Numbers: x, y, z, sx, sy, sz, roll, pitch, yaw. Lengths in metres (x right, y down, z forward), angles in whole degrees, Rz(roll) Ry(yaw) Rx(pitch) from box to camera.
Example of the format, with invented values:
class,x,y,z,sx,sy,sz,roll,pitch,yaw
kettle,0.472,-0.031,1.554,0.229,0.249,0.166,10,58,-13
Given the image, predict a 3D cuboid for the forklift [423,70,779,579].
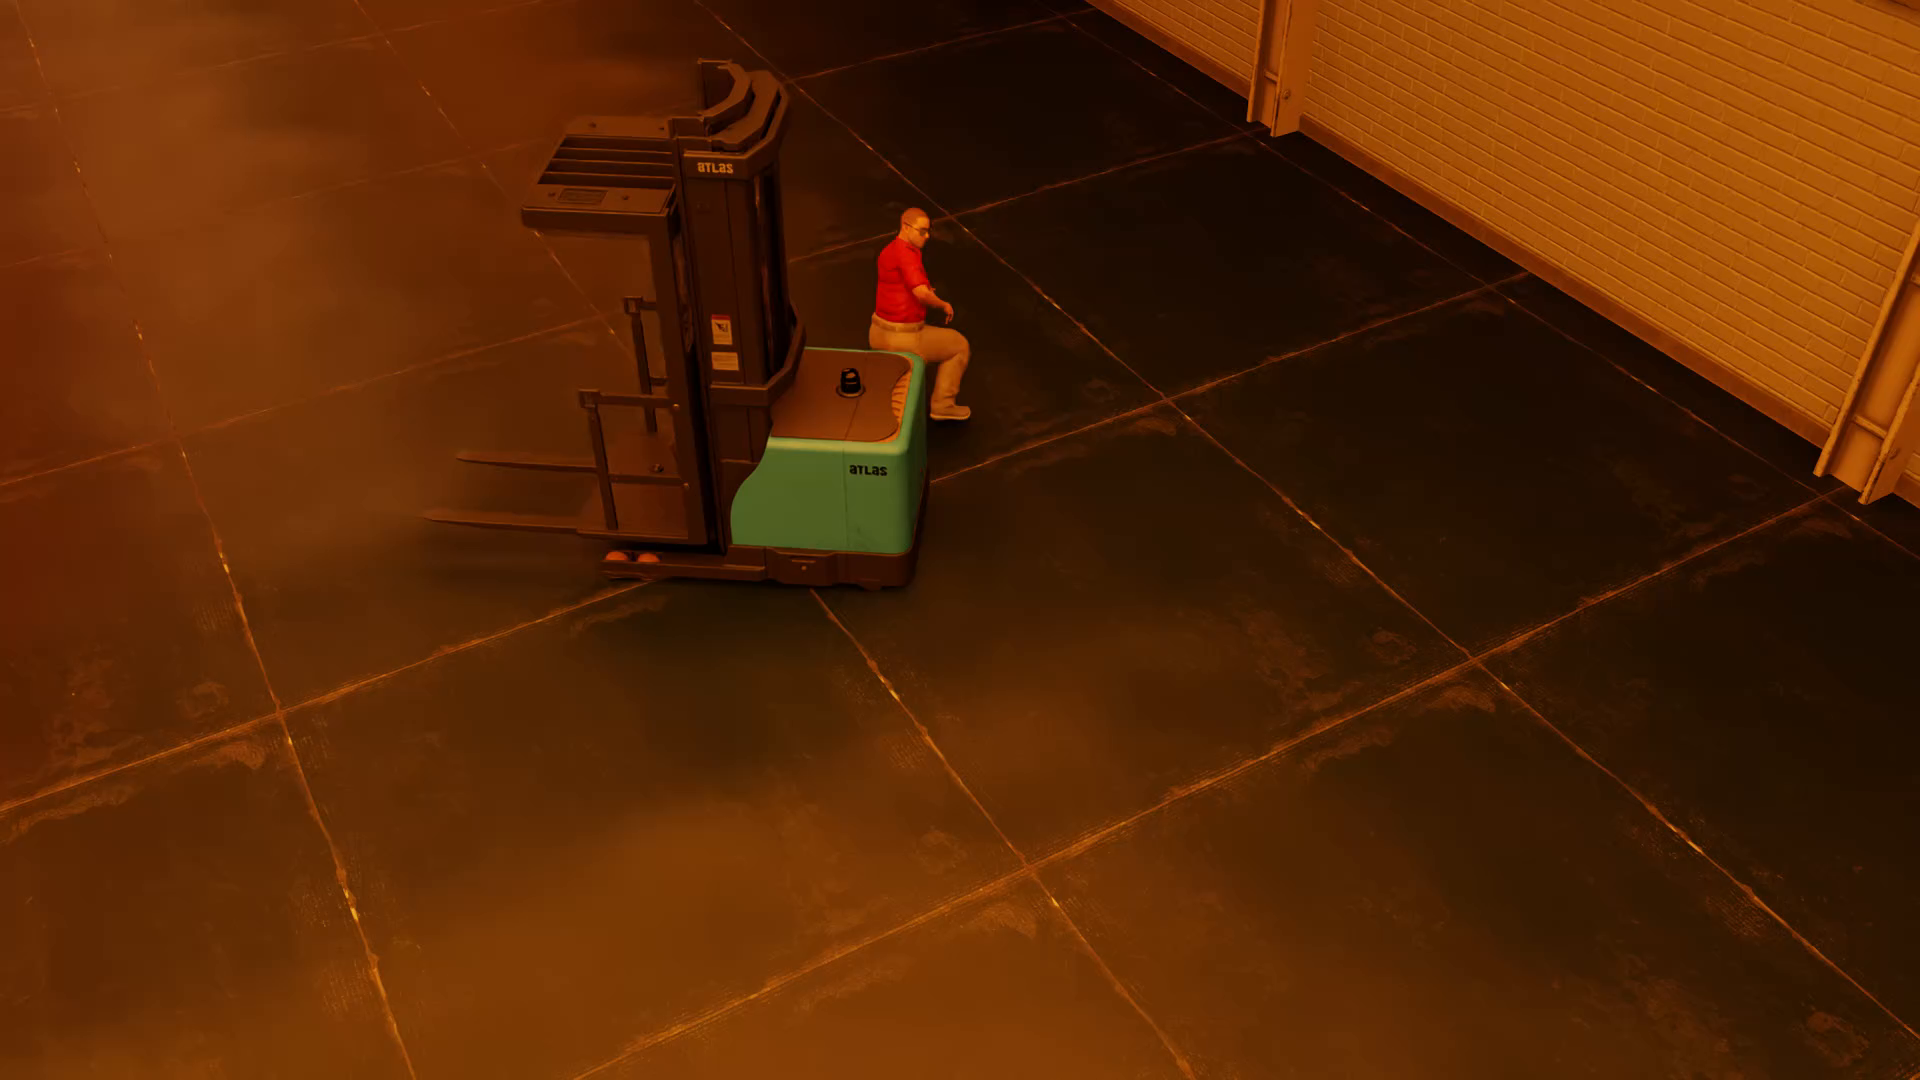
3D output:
class,x,y,z,sx,sy,sz,roll,pitch,yaw
forklift,-1.818,-1.191,9.522,2.884,2.867,1.101,3,40,4
